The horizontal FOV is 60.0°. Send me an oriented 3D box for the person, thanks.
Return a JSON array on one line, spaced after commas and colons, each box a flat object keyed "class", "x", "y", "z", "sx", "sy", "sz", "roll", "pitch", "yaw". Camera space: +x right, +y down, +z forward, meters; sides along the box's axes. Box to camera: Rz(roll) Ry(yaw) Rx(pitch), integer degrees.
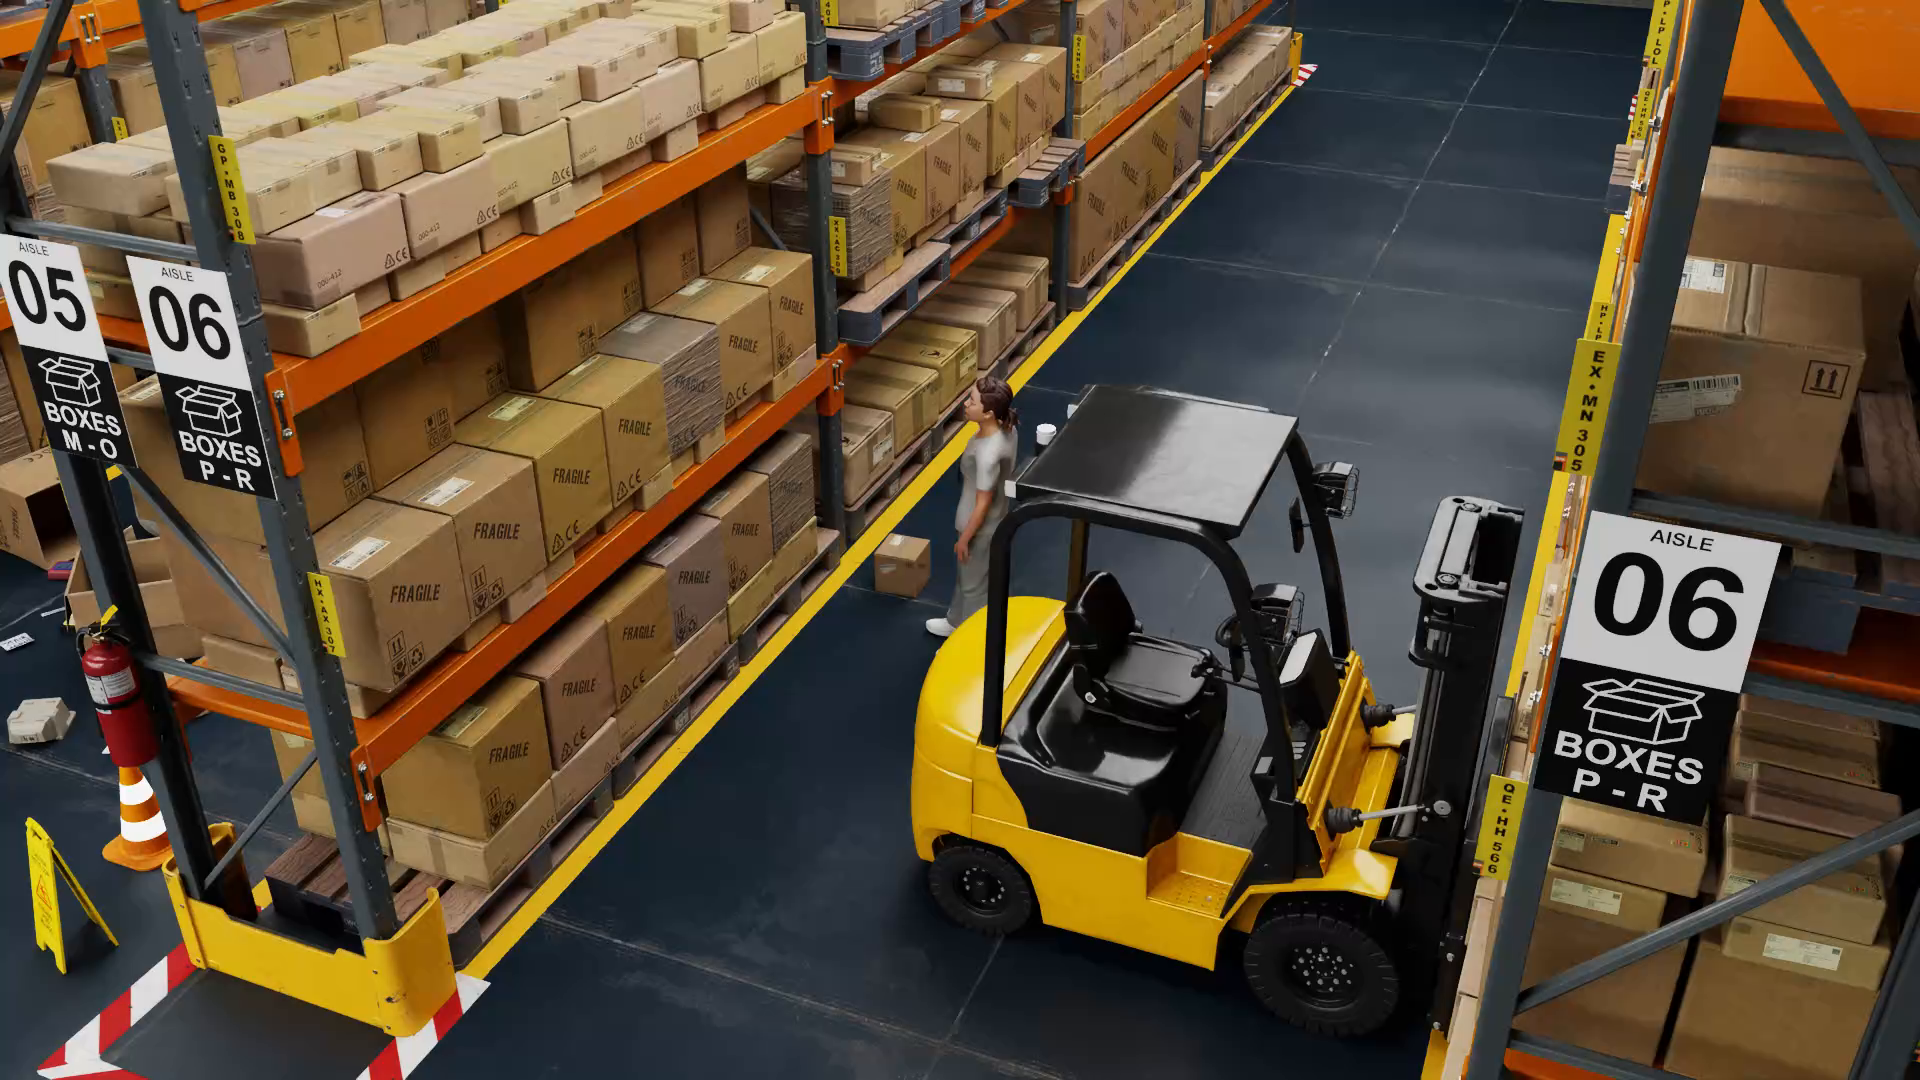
[{"class": "person", "x": 0.040, "y": -0.085, "z": 8.547, "sx": 0.548, "sy": 1.652, "sz": 0.550, "roll": 5, "pitch": 30, "yaw": 9}]
